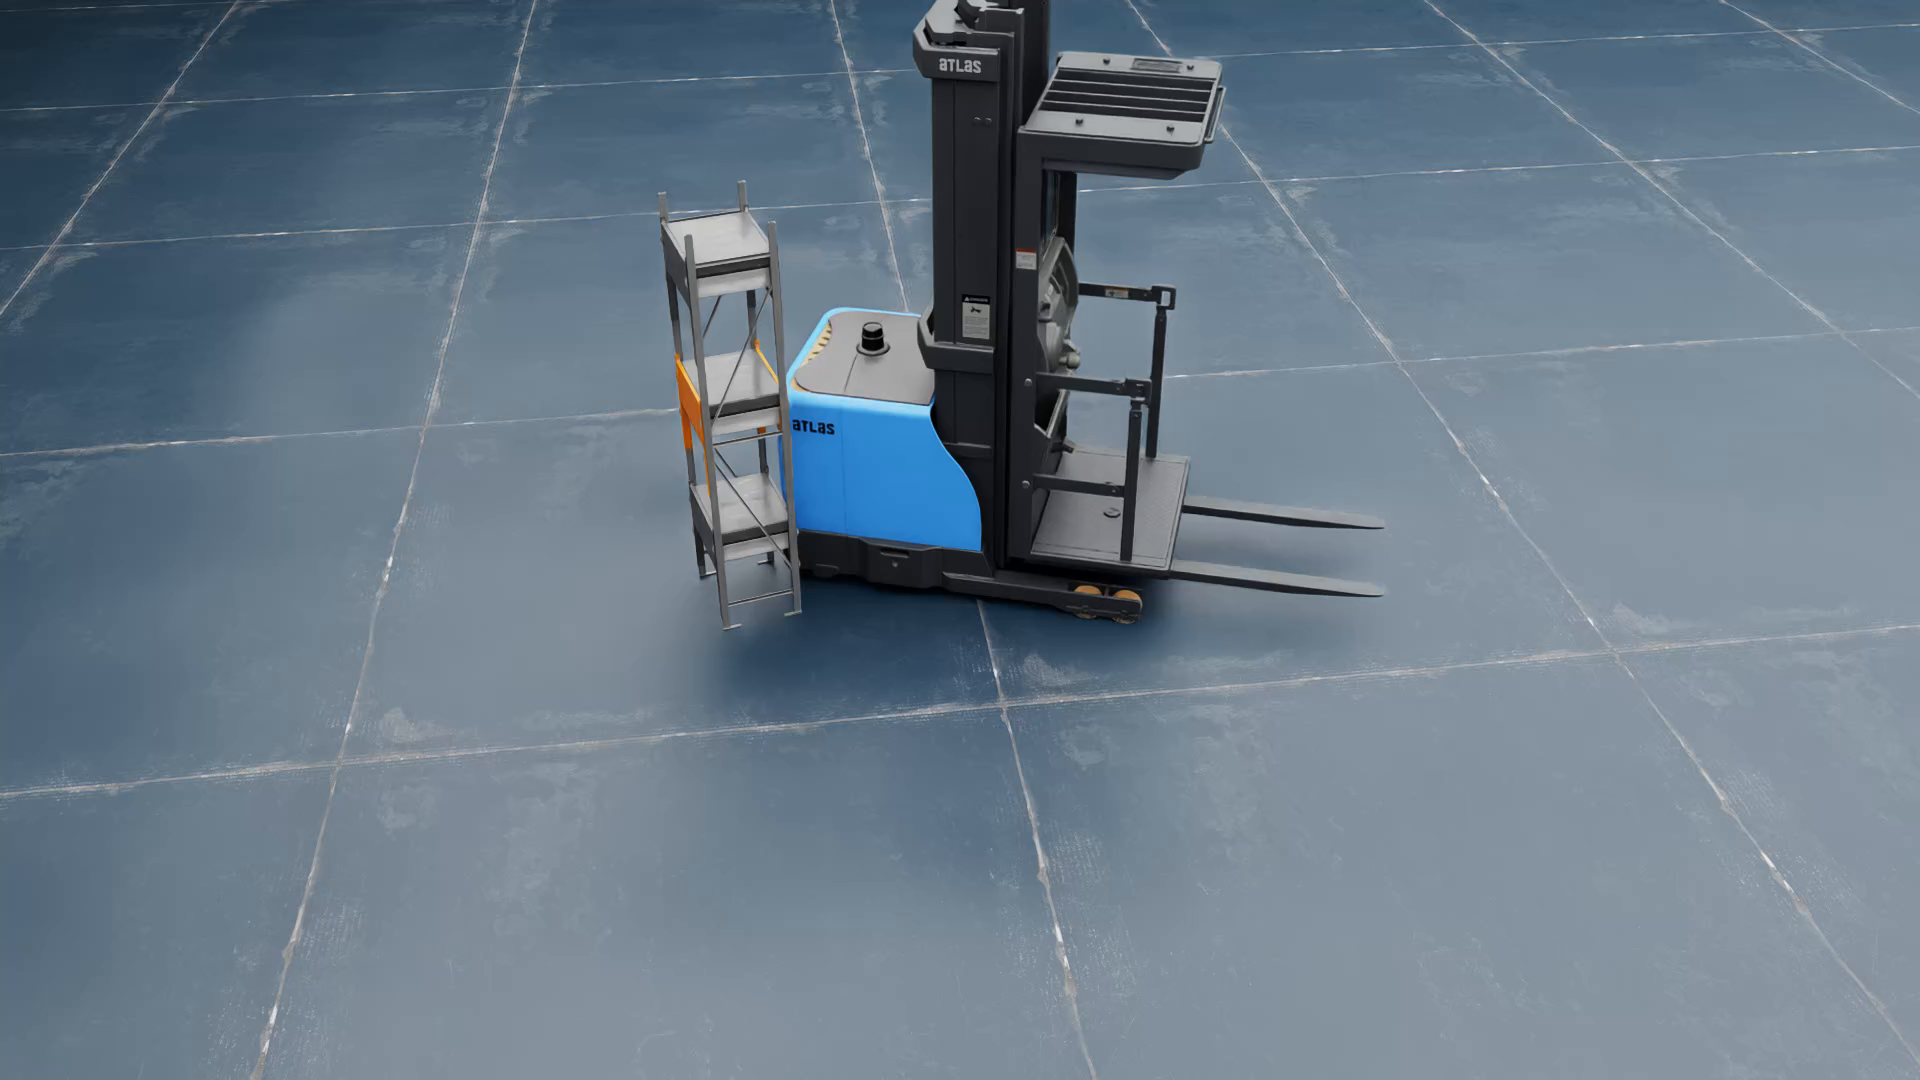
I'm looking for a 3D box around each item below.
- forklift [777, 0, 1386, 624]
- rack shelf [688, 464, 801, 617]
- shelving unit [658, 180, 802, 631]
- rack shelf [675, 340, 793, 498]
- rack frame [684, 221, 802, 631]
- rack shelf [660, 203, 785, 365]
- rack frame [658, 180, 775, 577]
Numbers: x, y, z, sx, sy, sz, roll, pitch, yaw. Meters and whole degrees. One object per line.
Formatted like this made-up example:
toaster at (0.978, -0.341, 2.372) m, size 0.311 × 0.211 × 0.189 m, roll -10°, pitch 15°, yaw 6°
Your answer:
forklift at (0.656, -1.124, 7.925) m, size 3.031 × 2.935 × 1.130 m, roll 7°, pitch 35°, yaw 10°
rack shelf at (-1.071, -0.001, 8.283) m, size 0.431 × 0.518 × 0.480 m, roll -12°, pitch 36°, yaw -18°
shelving unit at (-1.071, -0.591, 7.881) m, size 0.431 × 2.100 × 0.503 m, roll -12°, pitch 36°, yaw -18°
rack shelf at (-1.071, -0.579, 7.888) m, size 0.431 × 0.518 × 0.480 m, roll -12°, pitch 36°, yaw -18°
rack frame at (-0.982, -0.463, 7.693) m, size 0.400 × 2.100 × 0.015 m, roll -12°, pitch 36°, yaw -18°
rack shelf at (-1.071, -1.158, 7.494) m, size 0.431 × 0.518 × 0.480 m, roll -12°, pitch 36°, yaw -18°
rack frame at (-1.160, -0.719, 8.069) m, size 0.400 × 2.100 × 0.015 m, roll -12°, pitch 36°, yaw -18°
